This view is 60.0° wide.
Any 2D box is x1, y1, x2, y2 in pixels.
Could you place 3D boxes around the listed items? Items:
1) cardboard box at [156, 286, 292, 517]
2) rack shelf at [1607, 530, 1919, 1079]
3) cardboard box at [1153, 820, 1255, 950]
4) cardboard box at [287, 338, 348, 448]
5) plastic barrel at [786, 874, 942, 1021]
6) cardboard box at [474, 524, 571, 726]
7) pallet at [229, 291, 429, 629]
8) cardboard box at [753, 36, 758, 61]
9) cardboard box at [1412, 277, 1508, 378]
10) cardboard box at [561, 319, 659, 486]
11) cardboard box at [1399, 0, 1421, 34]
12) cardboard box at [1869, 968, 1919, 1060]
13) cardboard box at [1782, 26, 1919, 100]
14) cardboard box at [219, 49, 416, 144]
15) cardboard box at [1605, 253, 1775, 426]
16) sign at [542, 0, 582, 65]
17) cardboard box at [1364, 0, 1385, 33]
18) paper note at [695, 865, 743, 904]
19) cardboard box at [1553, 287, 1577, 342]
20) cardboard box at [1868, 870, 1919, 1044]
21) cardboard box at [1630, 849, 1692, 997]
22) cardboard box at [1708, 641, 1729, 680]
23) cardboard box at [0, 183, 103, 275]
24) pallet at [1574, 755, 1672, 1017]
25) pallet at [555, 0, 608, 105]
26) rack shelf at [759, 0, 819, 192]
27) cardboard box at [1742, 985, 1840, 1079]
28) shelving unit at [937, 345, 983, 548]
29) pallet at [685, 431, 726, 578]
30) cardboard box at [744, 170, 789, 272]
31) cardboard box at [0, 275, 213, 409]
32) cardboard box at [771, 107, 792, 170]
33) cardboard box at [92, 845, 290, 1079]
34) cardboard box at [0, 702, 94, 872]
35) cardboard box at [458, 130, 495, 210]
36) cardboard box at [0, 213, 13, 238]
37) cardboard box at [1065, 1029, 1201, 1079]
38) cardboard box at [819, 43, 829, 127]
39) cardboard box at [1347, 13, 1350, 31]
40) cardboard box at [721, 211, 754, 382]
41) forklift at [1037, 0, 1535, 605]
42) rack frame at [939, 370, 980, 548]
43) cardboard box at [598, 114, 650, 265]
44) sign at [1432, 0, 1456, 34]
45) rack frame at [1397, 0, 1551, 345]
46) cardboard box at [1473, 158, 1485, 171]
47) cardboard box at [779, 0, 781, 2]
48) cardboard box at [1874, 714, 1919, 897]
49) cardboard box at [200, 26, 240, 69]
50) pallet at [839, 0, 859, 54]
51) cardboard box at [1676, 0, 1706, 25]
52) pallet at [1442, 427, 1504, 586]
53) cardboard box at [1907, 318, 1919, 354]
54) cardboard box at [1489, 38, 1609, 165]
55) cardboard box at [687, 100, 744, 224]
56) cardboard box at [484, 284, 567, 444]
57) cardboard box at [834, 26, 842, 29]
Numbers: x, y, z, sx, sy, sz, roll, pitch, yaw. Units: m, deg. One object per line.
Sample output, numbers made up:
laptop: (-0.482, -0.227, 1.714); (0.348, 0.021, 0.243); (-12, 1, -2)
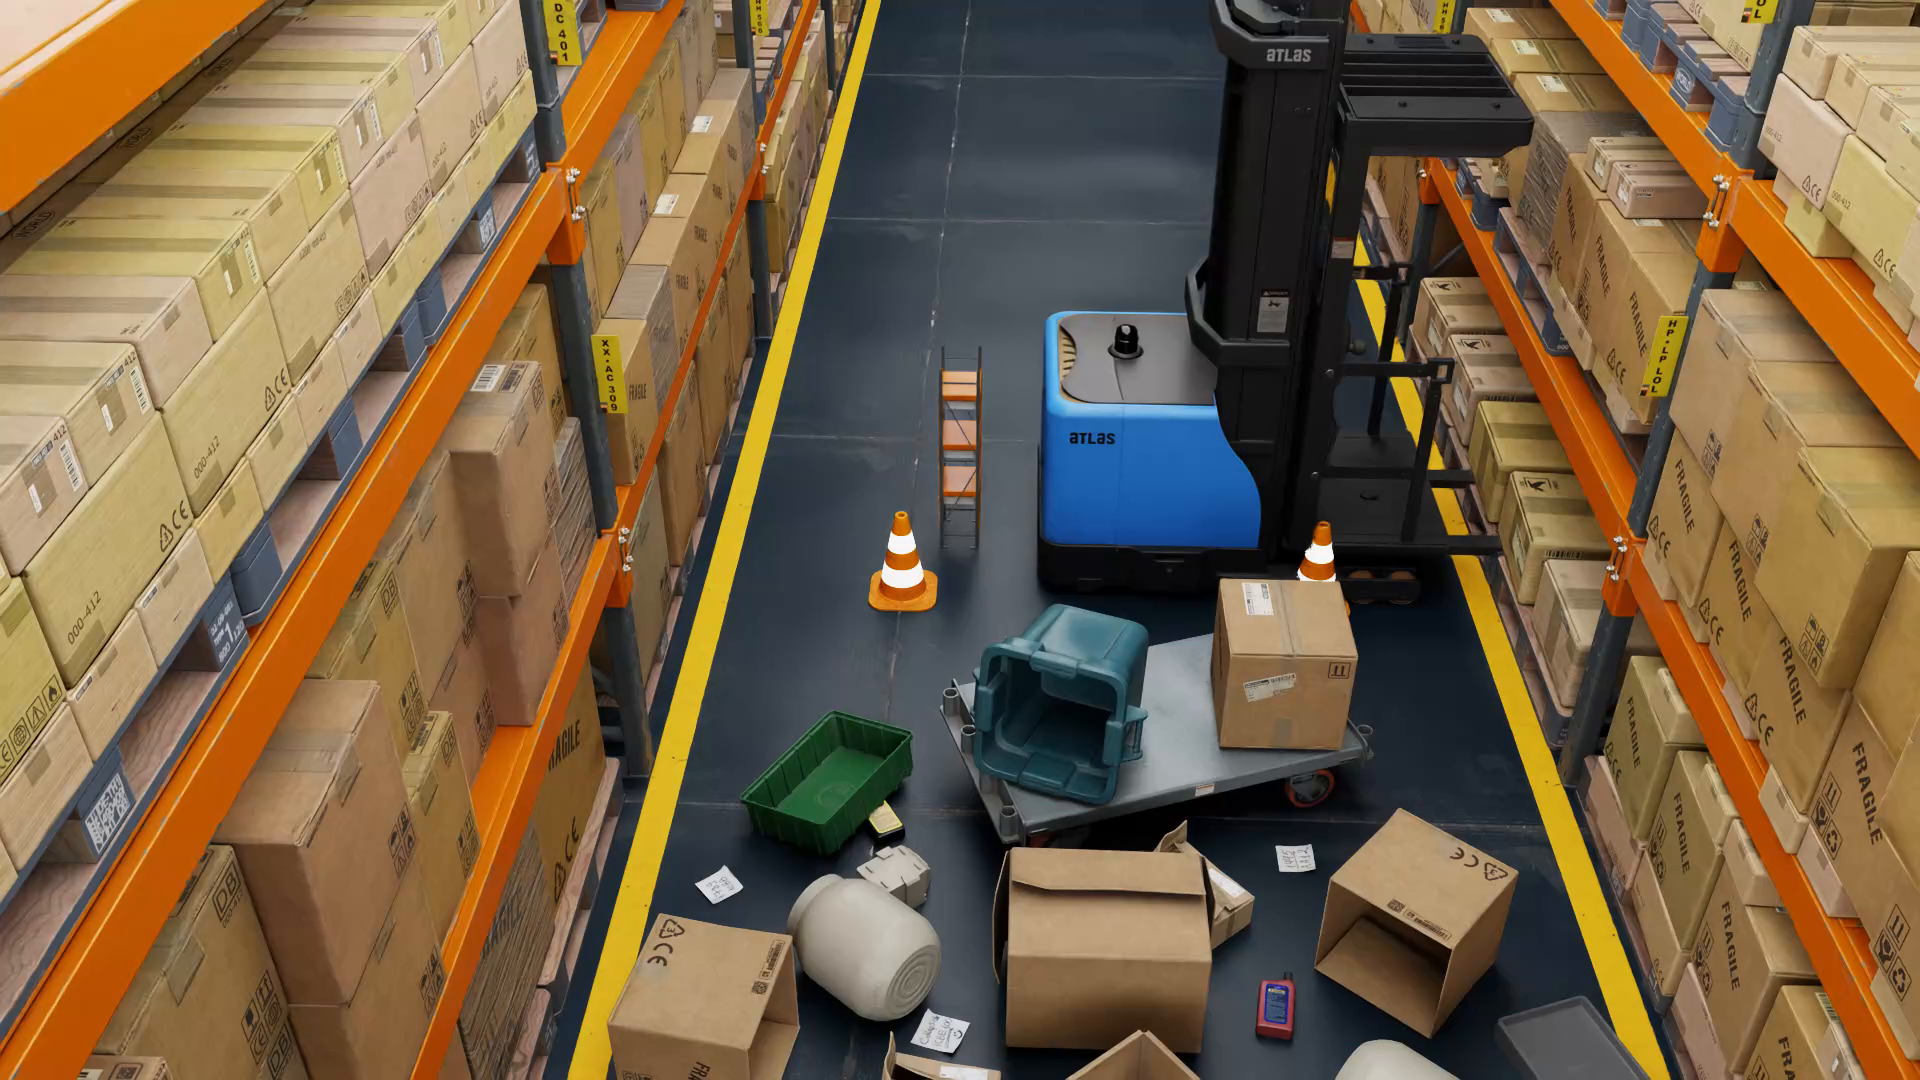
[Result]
cardboard box: (-1.692, -0.290, 3.310); (0.500, 0.250, 0.500); (1, 35, 2)
rack shelf: (3.024, 1.265, 4.913); (1.077, 0.370, 4.000); (1, 35, 2)
cardboard box: (0.927, 1.359, 6.532); (0.258, 0.266, 0.396); (-24, 42, -30)
cardboard box: (-1.612, -0.335, 3.721); (0.380, 0.149, 0.250); (2, 35, 2)
plastic barrel: (-0.359, 1.506, 6.184); (0.512, 0.421, 0.421); (28, 44, 33)
cardboard box: (-1.848, 0.233, 5.626); (0.875, 0.550, 0.550); (1, 35, 2)
pallet: (-1.941, -0.257, 3.921); (1.003, 0.211, 1.213); (1, 35, 2)
cardboard box: (-1.455, -3.009, 10.221); (0.380, 0.149, 0.250); (3, 35, 4)
cardboard box: (3.232, -1.249, 9.784); (0.950, 0.372, 0.625); (-1, 35, -1)
cardboard box: (-1.556, -0.572, 6.813); (0.500, 0.500, 0.500); (2, 35, 2)
cardboard box: (3.047, -3.199, 10.334); (0.500, 0.250, 0.500); (0, 35, 1)
cardboard box: (2.726, 1.266, 4.504); (0.380, 0.149, 0.250); (1, 35, 1)
cardboard box: (2.765, -1.456, 5.075); (0.380, 0.149, 0.250); (1, 35, 1)
cardboard box: (-1.582, -1.099, 4.114); (0.380, 0.149, 0.250); (1, 35, 2)
cardboard box: (2.893, -0.784, 6.491); (0.500, 0.500, 0.500); (1, 35, 1)
sign: (-1.292, -1.694, 5.370); (0.100, 0.325, 0.005); (1, 35, 2)
cardboard box: (3.059, -3.588, 11.323); (0.500, 0.250, 0.500); (1, 35, 1)
paper note: (-0.968, 1.387, 6.695); (0.147, 0.020, 0.142); (-24, 42, -30)
cardboard box: (2.858, -0.996, 7.358); (0.380, 0.149, 0.250); (2, 35, 2)
cardboard box: (2.738, 1.064, 4.228); (0.500, 0.500, 0.500); (1, 35, 2)
cardboard box: (2.800, 1.414, 6.101); (0.500, 0.250, 0.500); (3, 35, 5)
cardboard box: (2.832, 0.397, 5.740); (0.380, 0.149, 0.250); (1, 35, 2)
cardboard box: (-2.204, -0.590, 3.737); (0.500, 0.250, 0.500); (2, 35, 2)
pallet: (3.112, 1.349, 6.593); (1.003, 0.211, 1.213); (1, 35, 2)
pallet: (-1.859, -1.912, 6.365); (0.805, 0.209, 1.217); (0, 35, 0)
rack shelf: (-1.605, -3.388, 11.533); (1.077, 0.370, 4.000); (1, 35, 2)
cardboard box: (2.760, 1.710, 5.028); (0.500, 0.500, 0.500); (1, 35, 1)
shelving unit: (0.002, -0.460, 8.438); (0.215, 1.050, 0.252); (1, 35, 2)
pallet: (-1.844, -0.242, 8.856); (1.003, 0.211, 1.213); (1, 35, 2)
cardboard box: (-1.402, -2.083, 10.859); (0.500, 0.500, 0.500); (0, 35, 0)
cardboard box: (-1.634, -0.369, 3.076); (0.380, 0.149, 0.250); (1, 35, 1)
cardboard box: (-1.396, -2.671, 11.044); (0.500, 0.250, 0.500); (1, 35, 1)
cardboard box: (-2.023, 1.030, 3.552); (0.875, 0.550, 0.550); (1, 35, 2)
cardboard box: (-1.663, 0.390, 2.689); (0.380, 0.149, 0.250); (2, 35, 2)
cardboard box: (-1.560, -1.062, 4.756); (0.380, 0.149, 0.250); (2, 35, 3)
cardboard box: (-2.271, -0.678, 3.515); (0.380, 0.149, 0.250); (2, 35, 2)
cardboard box: (0.484, 2.073, 5.308); (0.797, 0.503, 0.637); (-24, 42, -30)
cardboard box: (-1.303, -3.549, 12.946); (0.500, 0.500, 0.500); (1, 35, 1)
cardboard box: (3.558, -4.257, 14.007); (0.875, 0.438, 0.875); (1, 35, 1)
cardboard box: (-1.800, -1.437, 9.722); (1.050, 0.750, 0.750); (1, 35, 1)
forklift: (1.920, -1.192, 7.842); (3.031, 2.935, 1.130); (1, 35, 2)
rack frame: (-0.003, -0.390, 8.338); (0.200, 1.050, 0.008); (1, 35, 2)
cardboard box: (-1.793, -1.556, 7.345); (0.700, 0.500, 0.500); (2, 35, 2)
sign: (2.710, -2.961, 9.294); (0.100, 0.325, 0.005); (1, 35, 2)
rack frame: (3.265, -2.477, 9.611); (1.000, 3.000, 0.127); (1, 35, 2)
cardboard box: (2.964, -2.045, 8.851); (0.380, 0.149, 0.250); (-1, 35, -1)
cardboard box: (-1.403, -3.766, 11.298); (0.380, 0.149, 0.250); (0, 35, 0)
cardboard box: (2.691, 0.663, 3.928); (0.700, 0.500, 0.500); (1, 35, 1)
cardboard box: (-2.220, -1.405, 4.550); (0.380, 0.149, 0.250); (1, 35, 1)
pallet: (-1.487, -4.780, 15.313); (1.003, 0.211, 1.213); (1, 35, 2)
cardboard box: (3.008, -2.146, 6.297); (0.500, 0.250, 0.500); (2, 35, 2)
pallet: (3.180, -0.188, 8.779); (1.003, 0.211, 1.213); (1, 35, 2)
cardboard box: (2.809, -0.539, 4.464); (0.380, 0.149, 0.250); (0, 35, 0)
cardboard box: (3.001, -2.258, 8.589); (0.500, 0.500, 0.500); (3, 35, 4)
cardboard box: (-1.457, -2.022, 8.878); (0.500, 0.500, 0.500); (1, 35, 2)
cardboard box: (-1.895, -0.527, 5.767); (0.875, 0.550, 0.550); (1, 35, 2)
cardboard box: (-1.220, -4.335, 14.370); (0.380, 0.149, 0.250); (1, 35, 2)
